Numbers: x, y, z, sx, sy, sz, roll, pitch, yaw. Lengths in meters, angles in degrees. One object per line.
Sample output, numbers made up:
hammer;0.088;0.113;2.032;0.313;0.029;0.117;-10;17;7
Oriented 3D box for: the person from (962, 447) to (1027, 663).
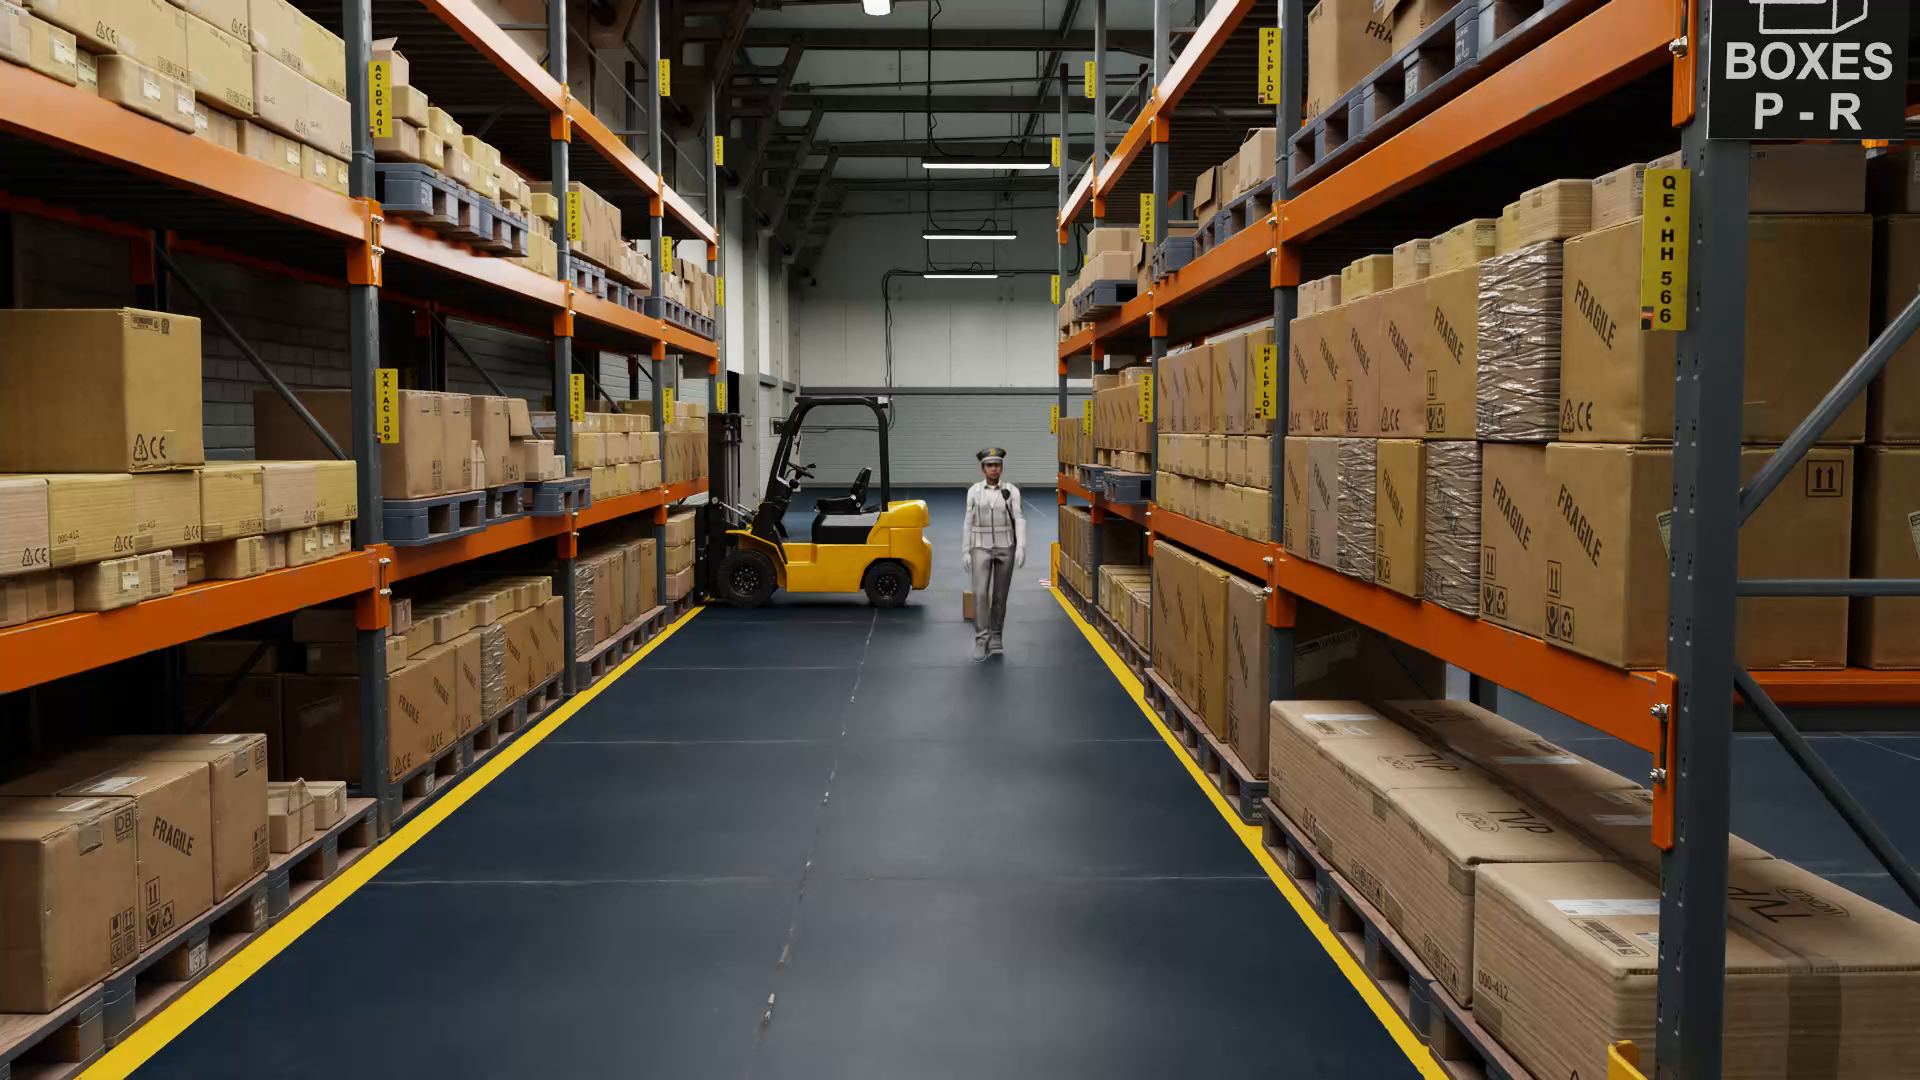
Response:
person;0.281;0.094;13.288;0.520;1.672;0.865;0;4;-1
